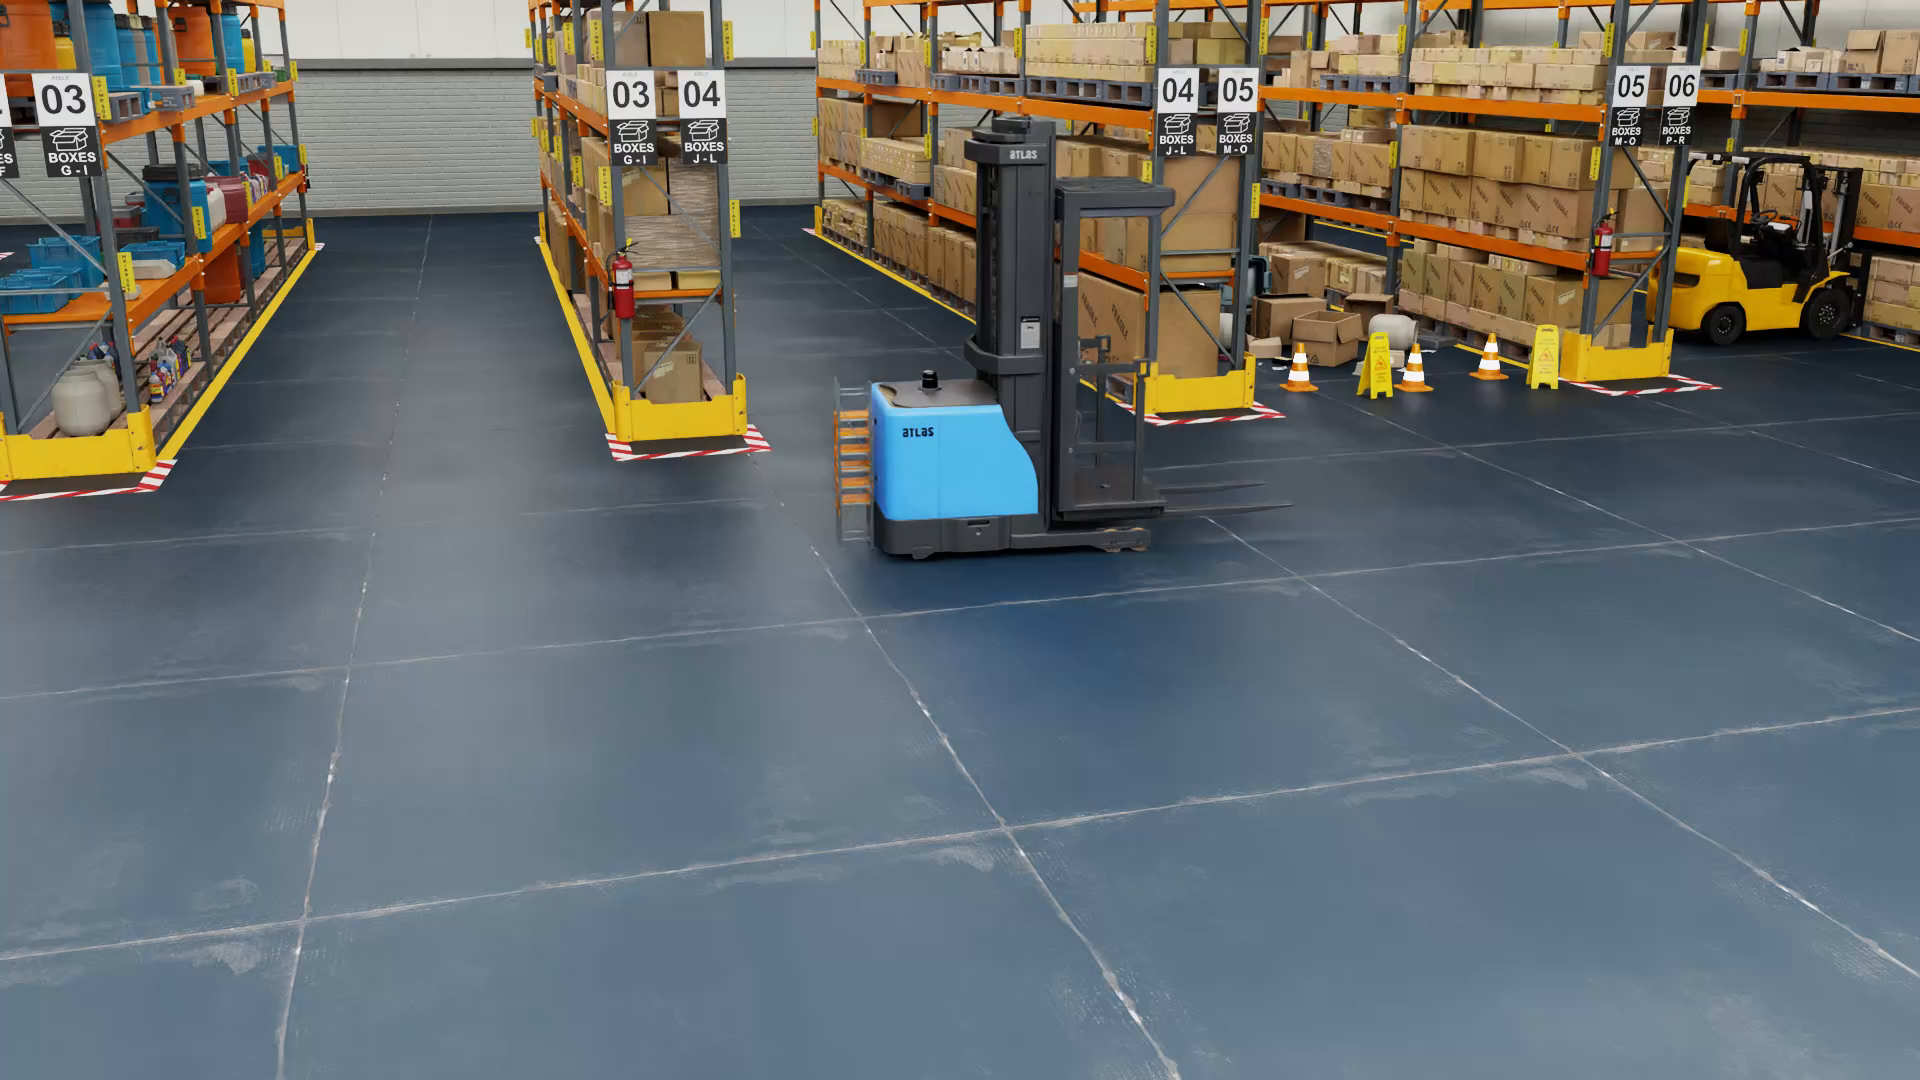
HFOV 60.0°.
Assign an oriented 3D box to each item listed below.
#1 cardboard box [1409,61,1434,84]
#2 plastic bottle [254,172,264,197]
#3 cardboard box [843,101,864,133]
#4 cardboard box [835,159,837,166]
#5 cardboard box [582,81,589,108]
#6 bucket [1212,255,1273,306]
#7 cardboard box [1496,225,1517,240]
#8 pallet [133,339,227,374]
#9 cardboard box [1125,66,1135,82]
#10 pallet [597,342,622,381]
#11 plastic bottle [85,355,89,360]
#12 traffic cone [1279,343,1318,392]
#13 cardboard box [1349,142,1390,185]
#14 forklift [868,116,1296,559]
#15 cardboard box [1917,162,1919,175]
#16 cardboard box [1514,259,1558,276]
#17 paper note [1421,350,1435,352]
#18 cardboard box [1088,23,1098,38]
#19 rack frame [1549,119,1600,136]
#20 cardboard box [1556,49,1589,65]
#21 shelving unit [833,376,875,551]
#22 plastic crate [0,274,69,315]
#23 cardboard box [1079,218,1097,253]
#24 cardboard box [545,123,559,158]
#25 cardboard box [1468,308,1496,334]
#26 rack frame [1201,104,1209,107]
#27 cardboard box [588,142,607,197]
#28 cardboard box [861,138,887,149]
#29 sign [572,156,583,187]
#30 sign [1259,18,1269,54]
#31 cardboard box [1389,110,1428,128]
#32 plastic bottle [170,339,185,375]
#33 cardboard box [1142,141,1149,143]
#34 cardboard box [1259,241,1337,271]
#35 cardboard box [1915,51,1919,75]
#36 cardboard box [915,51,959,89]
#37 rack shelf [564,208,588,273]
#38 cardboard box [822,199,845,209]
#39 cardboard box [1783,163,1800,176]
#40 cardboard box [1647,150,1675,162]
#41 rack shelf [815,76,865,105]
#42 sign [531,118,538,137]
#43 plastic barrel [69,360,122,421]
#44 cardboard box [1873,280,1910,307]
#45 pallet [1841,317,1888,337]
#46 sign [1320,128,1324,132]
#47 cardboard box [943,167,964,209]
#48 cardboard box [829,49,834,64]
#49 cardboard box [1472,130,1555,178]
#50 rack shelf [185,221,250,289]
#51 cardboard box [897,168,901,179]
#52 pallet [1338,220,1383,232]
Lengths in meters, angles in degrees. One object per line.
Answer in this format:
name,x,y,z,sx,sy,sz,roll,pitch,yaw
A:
cardboard box,5.769,-5.636,20.032,0.500,0.250,0.500,-5,17,-16
plastic bottle,-10.011,-5.058,23.663,0.144,0.351,0.185,-5,17,-15
cardboard box,-1.682,-7.129,28.043,0.500,0.500,0.500,-4,17,-14
cardboard box,-2.009,-6.730,29.580,0.380,0.149,0.250,-4,17,-13
cardboard box,-3.463,-4.425,16.515,0.500,0.250,0.500,-5,18,-17
bucket,3.434,-3.158,20.300,0.726,0.611,0.620,1,7,4
cardboard box,6.283,-3.481,18.762,0.380,0.149,0.250,-5,17,-16
pallet,-8.633,-1.976,18.164,1.003,0.211,1.213,-5,17,-15
cardboard box,1.793,-4.447,15.861,0.380,0.149,0.250,-5,17,-15
pallet,-3.399,-1.971,18.145,1.003,0.211,1.213,-5,17,-15
plastic bottle,-8.499,-1.650,16.188,0.061,0.283,0.133,-4,17,-13
traffic cone,3.498,-1.791,17.110,0.336,0.463,0.334,-5,17,-15
cardboard box,5.426,-4.911,21.665,0.500,0.500,0.500,-5,17,-15
forklift,0.884,-1.460,11.718,3.031,2.935,1.130,-3,17,-10
cardboard box,11.285,-4.279,19.165,0.380,0.149,0.250,-4,17,-14
cardboard box,6.374,-3.017,18.402,0.380,0.149,0.250,-4,17,-14
paper note,5.394,-2.183,19.166,0.142,0.019,0.148,-12,20,-34
cardboard box,1.511,-5.112,16.689,0.380,0.149,0.250,-5,17,-16
rack frame,9.584,-5.772,25.955,1.000,3.000,0.127,-5,17,-15
cardboard box,6.512,-5.078,17.480,0.380,0.149,0.250,-5,17,-16
shelving unit,-0.743,-0.532,11.637,0.258,1.200,0.189,-3,17,-10
plastic crate,-7.705,-2.035,13.770,0.499,0.251,0.616,-5,17,-15
cardboard box,1.743,-3.376,17.717,0.875,0.550,0.500,-5,17,-15
cardboard box,-6.199,-6.238,25.944,0.500,0.500,0.500,-4,17,-14
cardboard box,6.246,-2.541,19.246,0.500,0.250,0.500,-5,18,-17
rack frame,3.713,-6.485,28.328,1.000,3.000,0.127,-5,17,-15
cardboard box,-3.462,-3.737,16.750,0.500,0.500,0.500,-5,17,-15
cardboard box,-1.353,-6.286,26.339,0.380,0.149,0.250,-4,17,-12
sign,-4.150,-3.999,18.037,0.100,0.325,0.005,-5,17,-15
sign,2.814,-4.682,15.454,0.100,0.325,0.005,-5,17,-15
cardboard box,8.331,-7.742,30.951,0.500,0.500,0.500,-5,17,-17
plastic bottle,-7.873,-1.831,16.674,0.144,0.351,0.185,-6,18,-18
cardboard box,3.339,-6.641,28.674,0.500,0.500,0.500,-5,17,-15
cardboard box,4.958,-4.165,24.440,0.950,0.372,0.625,-6,18,-19
cardboard box,11.193,-5.456,19.018,0.396,0.266,0.258,-5,17,-15
cardboard box,-0.321,-6.582,23.262,0.500,0.500,0.500,-5,17,-15
rack shelf,-4.167,-3.698,20.299,1.077,0.370,4.000,-5,17,-15
cardboard box,-2.301,-6.121,30.308,0.380,0.149,0.250,-6,18,-18
cardboard box,10.685,-4.700,21.084,0.380,0.149,0.250,-4,17,-14
cardboard box,9.996,-5.453,23.589,0.380,0.149,0.250,-5,17,-15
rack shelf,-1.569,-7.711,28.446,1.077,0.370,4.000,-5,17,-15
sign,-7.450,-7.219,29.127,0.100,0.325,0.005,-5,17,-15
plastic barrel,-7.672,-1.315,14.711,0.421,0.512,0.421,0,17,0
cardboard box,11.220,-2.933,19.682,0.500,0.250,0.500,-5,17,-16
pallet,11.200,-2.769,20.804,1.003,0.211,1.213,-5,17,-15
sign,5.331,-5.941,24.641,0.100,0.325,0.005,-5,17,-15
cardboard box,0.087,-4.722,22.283,0.500,0.500,0.500,-5,17,-16
cardboard box,-1.976,-8.350,28.713,0.500,0.250,0.500,-4,17,-15
cardboard box,6.286,-4.382,18.897,0.700,0.500,0.500,-5,17,-16
rack shelf,-8.929,-3.306,18.995,1.077,0.370,4.000,-5,17,-15
cardboard box,-0.700,-5.350,24.255,0.380,0.149,0.250,-5,17,-16
pallet,7.958,-6.071,31.798,1.003,0.211,1.213,-5,17,-15
